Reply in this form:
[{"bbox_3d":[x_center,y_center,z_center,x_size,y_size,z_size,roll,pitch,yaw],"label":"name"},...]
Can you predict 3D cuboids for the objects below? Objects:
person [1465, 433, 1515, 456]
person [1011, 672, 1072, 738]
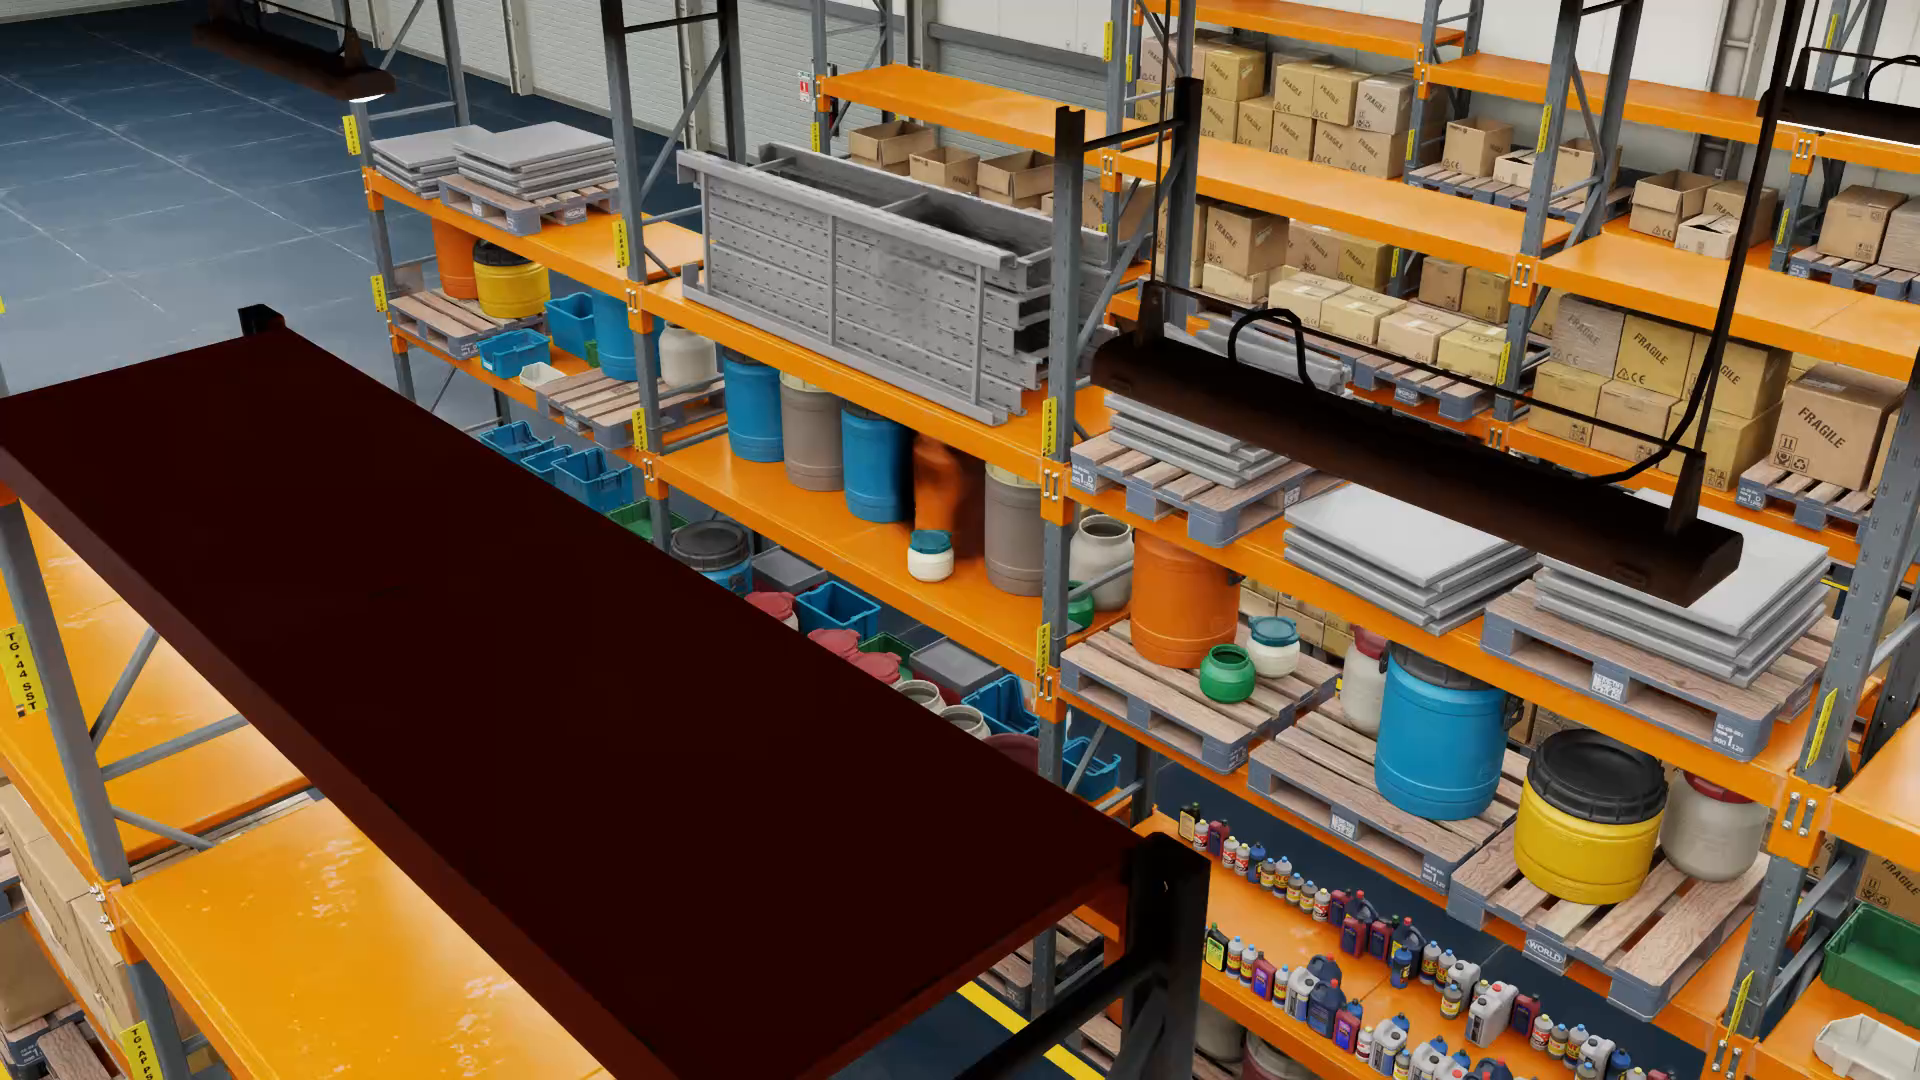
[{"bbox_3d":[5.226,-0.481,16.315,0.889,1.370,0.583,6,29,10],"label":"person"},{"bbox_3d":[0.619,1.440,12.409,0.837,1.671,0.680,19,34,32],"label":"person"}]
